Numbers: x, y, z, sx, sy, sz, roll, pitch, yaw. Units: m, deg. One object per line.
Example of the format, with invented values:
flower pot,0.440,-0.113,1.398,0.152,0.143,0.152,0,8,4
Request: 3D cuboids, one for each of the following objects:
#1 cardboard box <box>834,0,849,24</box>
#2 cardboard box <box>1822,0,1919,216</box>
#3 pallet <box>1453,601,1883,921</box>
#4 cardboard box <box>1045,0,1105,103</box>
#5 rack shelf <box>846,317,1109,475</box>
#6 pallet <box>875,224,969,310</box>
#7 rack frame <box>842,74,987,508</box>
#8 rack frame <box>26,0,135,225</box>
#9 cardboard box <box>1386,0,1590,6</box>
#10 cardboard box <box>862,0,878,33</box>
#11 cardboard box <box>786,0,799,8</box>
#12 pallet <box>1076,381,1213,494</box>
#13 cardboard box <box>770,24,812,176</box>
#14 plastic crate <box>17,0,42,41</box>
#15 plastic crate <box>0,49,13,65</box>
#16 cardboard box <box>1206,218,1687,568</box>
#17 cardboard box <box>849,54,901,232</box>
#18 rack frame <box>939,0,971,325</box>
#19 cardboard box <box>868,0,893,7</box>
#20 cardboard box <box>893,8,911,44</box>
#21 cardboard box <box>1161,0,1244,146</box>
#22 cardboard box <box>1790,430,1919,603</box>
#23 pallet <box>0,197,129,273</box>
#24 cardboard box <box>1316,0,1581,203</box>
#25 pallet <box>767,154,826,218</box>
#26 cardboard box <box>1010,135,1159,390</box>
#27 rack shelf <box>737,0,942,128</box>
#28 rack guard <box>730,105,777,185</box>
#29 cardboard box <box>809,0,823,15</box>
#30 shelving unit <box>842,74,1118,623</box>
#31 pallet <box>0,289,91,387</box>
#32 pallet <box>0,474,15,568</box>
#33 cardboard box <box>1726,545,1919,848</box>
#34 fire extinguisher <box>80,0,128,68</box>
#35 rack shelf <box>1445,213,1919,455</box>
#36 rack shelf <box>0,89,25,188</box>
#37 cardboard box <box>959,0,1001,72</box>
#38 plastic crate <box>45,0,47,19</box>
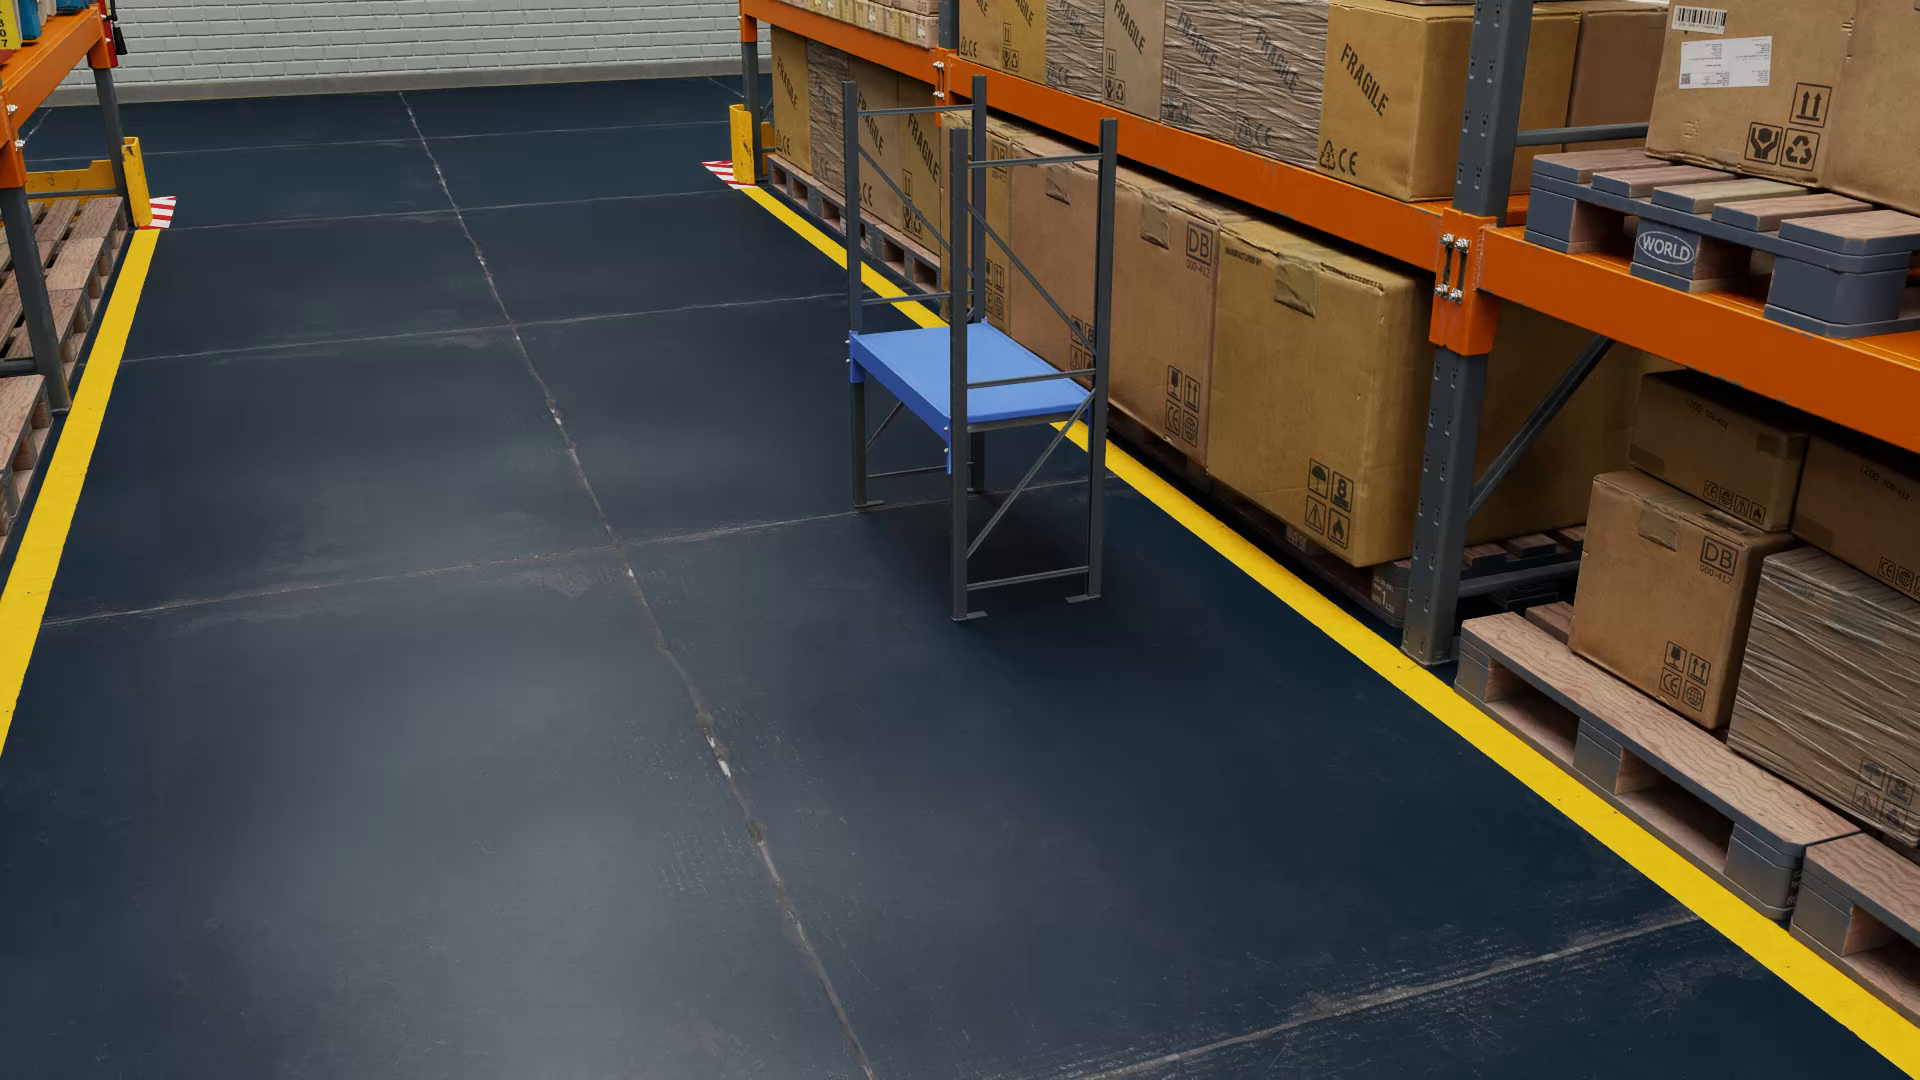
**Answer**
cardboard box,-0.481,-2.965,9.247,0.380,0.149,0.250,-9,24,-20
cardboard box,2.320,-0.955,3.484,0.700,0.500,0.500,-5,23,-11
pallet,2.075,0.474,4.353,1.003,0.211,1.213,-8,24,-19
cardboard box,0.671,-2.029,6.572,0.500,0.500,0.500,-9,24,-20
rack shelf,0.030,-0.494,5.455,0.538,0.185,1.000,-8,24,-19
pallet,0.192,-1.550,9.157,1.003,0.211,1.213,-8,24,-19
rack frame,-0.149,-0.845,5.823,0.500,1.500,0.032,-8,24,-19
rack frame,-5.659,-3.322,9.770,1.000,3.000,0.127,-8,24,-19
cardboard box,1.557,-1.871,4.907,0.797,0.503,0.637,-7,24,-17
cardboard box,-0.299,-2.779,8.804,0.380,0.149,0.250,-8,24,-18
cardboard box,-0.844,-3.339,10.133,0.380,0.149,0.250,-9,24,-20
pallet,1.165,-0.549,6.782,1.003,0.211,1.213,-8,24,-19
cardboard box,-0.725,-2.995,11.188,0.875,0.875,0.875,-8,24,-19
plastic crate,-4.694,-2.562,8.104,0.416,0.233,0.300,-8,24,-19
plastic crate,-4.327,-2.285,7.149,0.402,0.464,0.583,-8,24,-19
cardboard box,1.576,-0.563,5.419,1.225,0.875,0.875,-10,25,-21
cardboard box,-0.089,-2.341,9.636,0.875,0.875,0.875,-8,24,-19
rack frame,0.388,-2.548,7.934,1.000,3.000,0.127,-8,24,-19
cardboard box,-0.199,-2.928,8.646,0.500,0.250,0.500,-8,24,-17
cardboard box,-0.118,-2.592,8.361,0.380,0.149,0.250,-8,24,-18
cardboard box,1.037,-1.657,5.690,0.500,0.500,0.500,-9,25,-21
cardboard box,2.262,-0.061,3.718,0.500,0.250,0.500,-6,23,-13
pallet,-5.404,-1.732,9.588,1.003,0.211,1.213,-8,24,-19
cardboard box,1.394,-1.286,4.811,0.500,0.500,0.500,-8,24,-17
pallet,-0.670,-2.437,11.260,1.003,0.211,1.213,-8,24,-19
cardboard box,0.949,-1.208,6.950,1.225,0.875,0.875,-9,25,-21
rack shelf,-0.319,-2.944,9.798,1.077,0.370,4.000,-8,24,-19
rack guard,-1.034,-2.859,11.889,1.175,0.500,0.348,-8,24,-19
cardboard box,-0.664,-3.153,9.692,0.380,0.149,0.250,-9,24,-20
shelving unit,0.030,-0.660,5.385,0.538,1.500,1.048,-8,24,-19
pallet,-4.542,-0.846,7.485,1.003,0.211,1.213,-8,24,-19
pallet,-3.578,0.146,5.131,1.003,0.211,1.213,-8,24,-19
cardboard box,2.264,0.295,3.841,0.700,0.500,0.500,-10,25,-23
fire extinguisher,-5.287,-3.232,10.136,0.296,0.674,0.183,-8,24,-19
rack shelf,2.507,-0.037,2.901,1.077,0.370,4.000,-8,24,-19
rack shelf,-3.540,-0.811,4.737,1.077,0.370,4.000,-8,24,-19
cardboard box,0.316,-2.393,7.437,0.500,0.500,0.500,-8,24,-19
plastic crate,-5.113,-2.850,8.911,0.396,0.136,0.243,-8,24,-19
